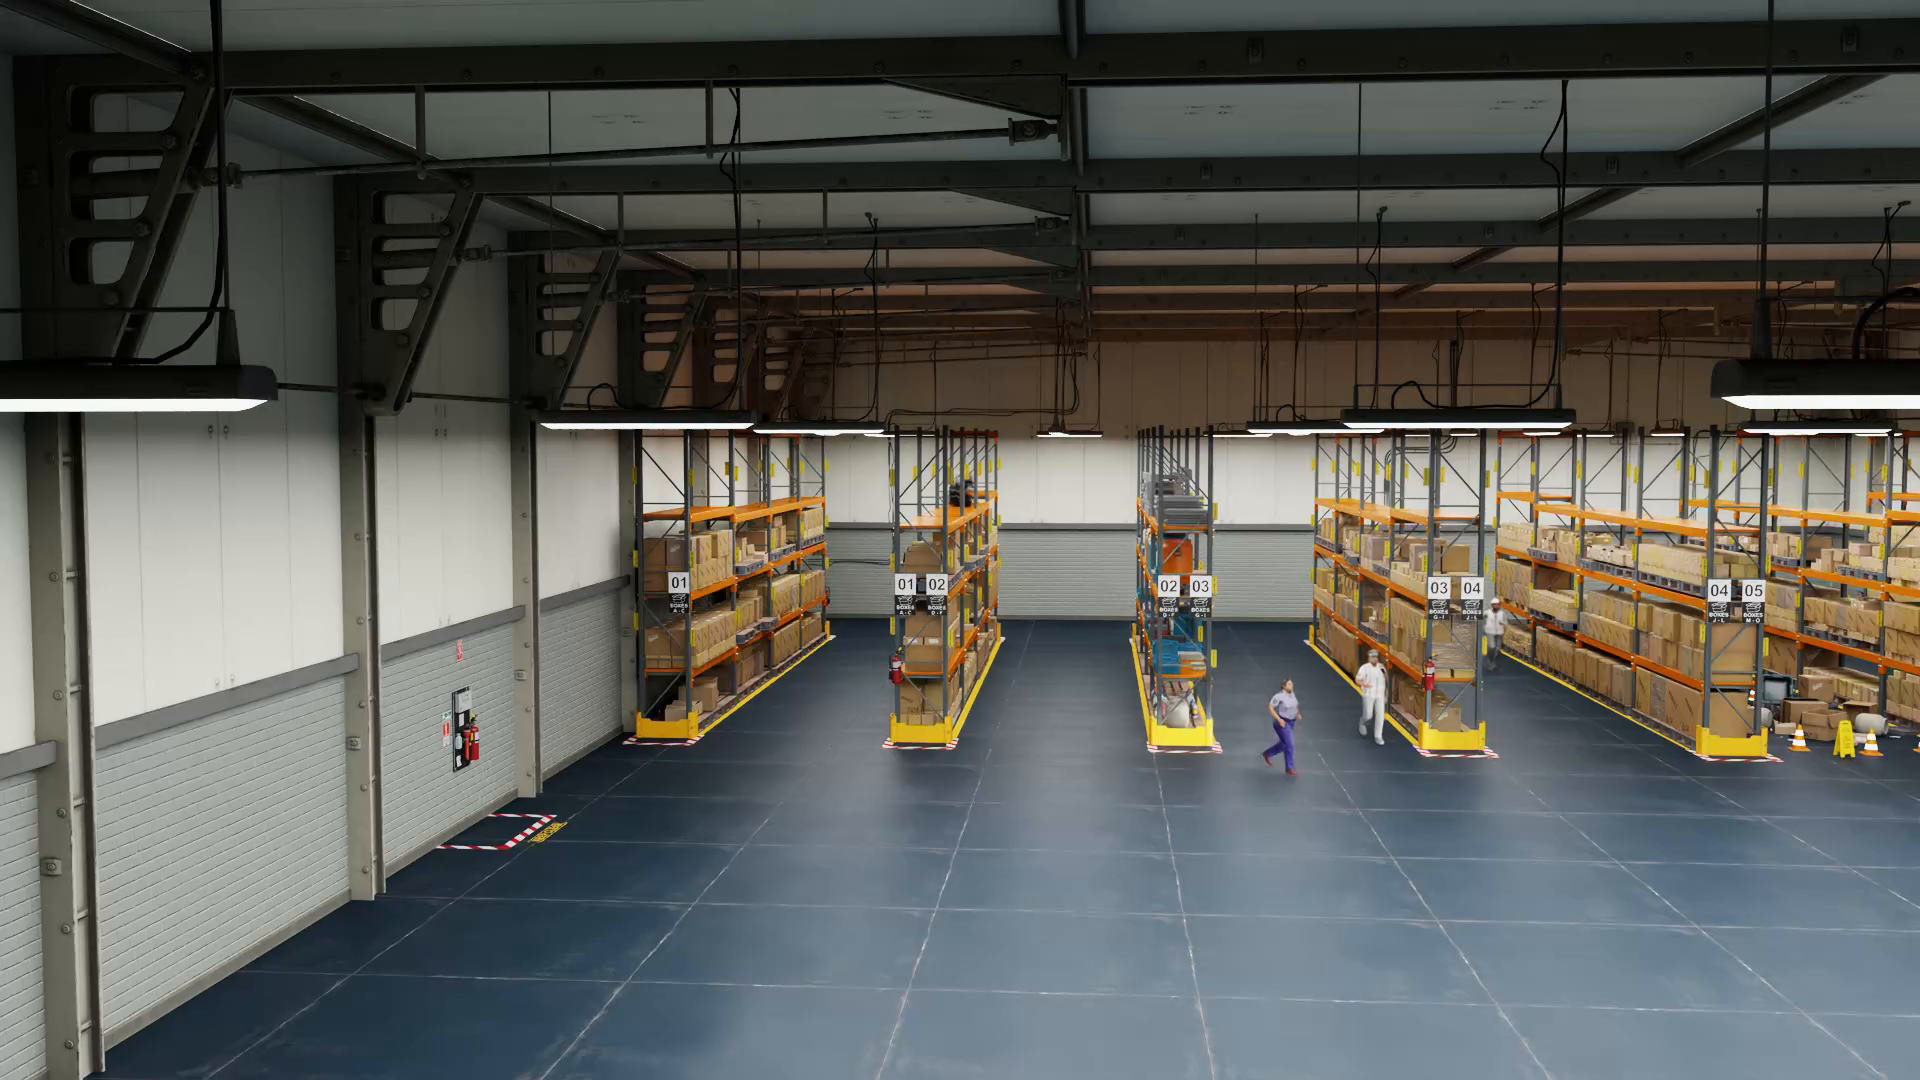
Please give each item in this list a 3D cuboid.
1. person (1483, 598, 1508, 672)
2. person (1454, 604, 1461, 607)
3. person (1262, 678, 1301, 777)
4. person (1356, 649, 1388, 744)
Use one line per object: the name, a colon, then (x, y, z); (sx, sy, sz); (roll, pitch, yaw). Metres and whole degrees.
person: (13.276, 2.358, 41.334); (0.614, 1.831, 0.758); (0, 3, 2)
person: (13.463, 2.151, 44.906); (0.705, 1.846, 0.810); (0, 3, 6)
person: (5.530, 3.188, 28.548); (0.828, 1.666, 0.596); (3, 5, 43)
person: (7.821, 2.934, 31.447); (0.666, 1.749, 0.936); (0, 3, -3)
